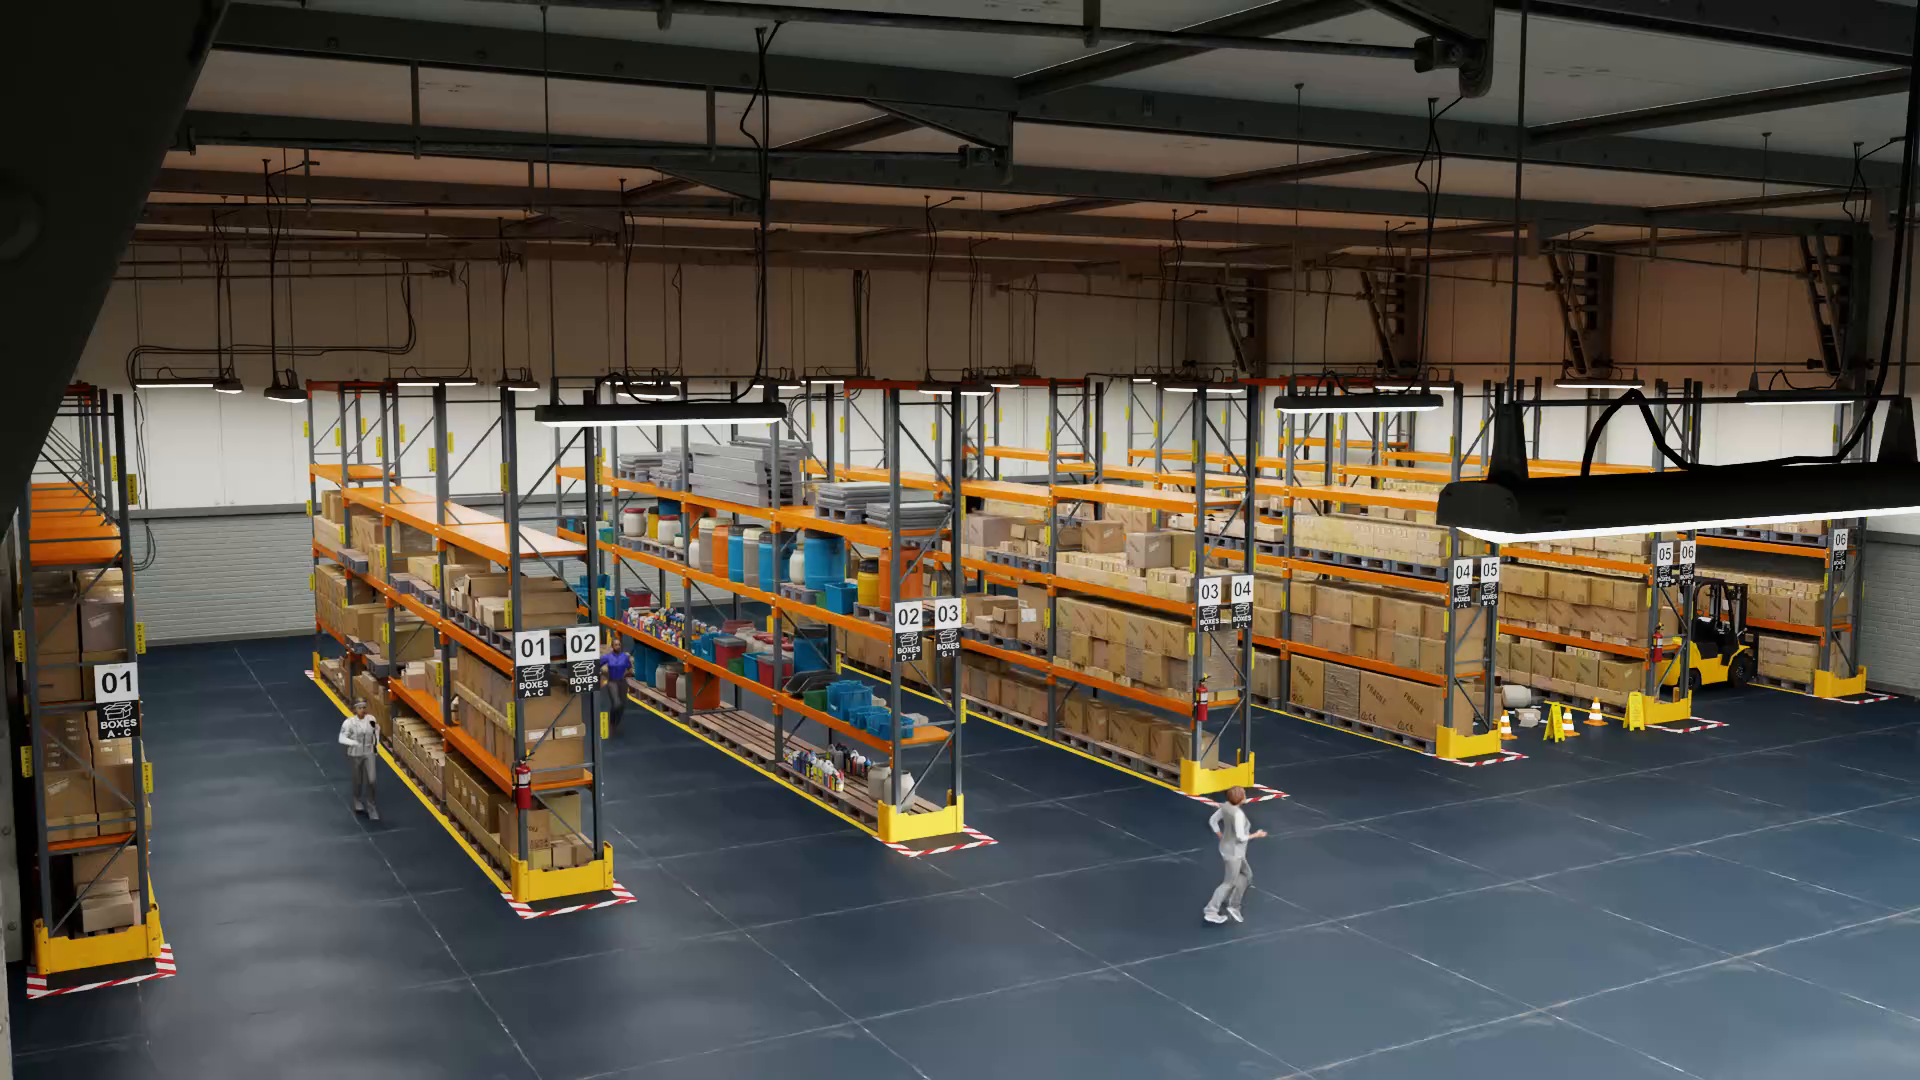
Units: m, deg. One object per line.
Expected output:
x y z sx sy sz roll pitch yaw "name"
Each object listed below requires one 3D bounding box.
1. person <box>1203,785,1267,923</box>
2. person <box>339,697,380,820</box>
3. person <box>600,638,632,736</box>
3.092 3.558 18.733 0.711 1.625 0.490 -1 6 -6 "person"
-8.353 3.041 23.203 0.594 1.747 0.734 -3 7 -29 "person"
-5.843 2.505 28.315 0.548 1.657 0.674 -4 7 -33 "person"
